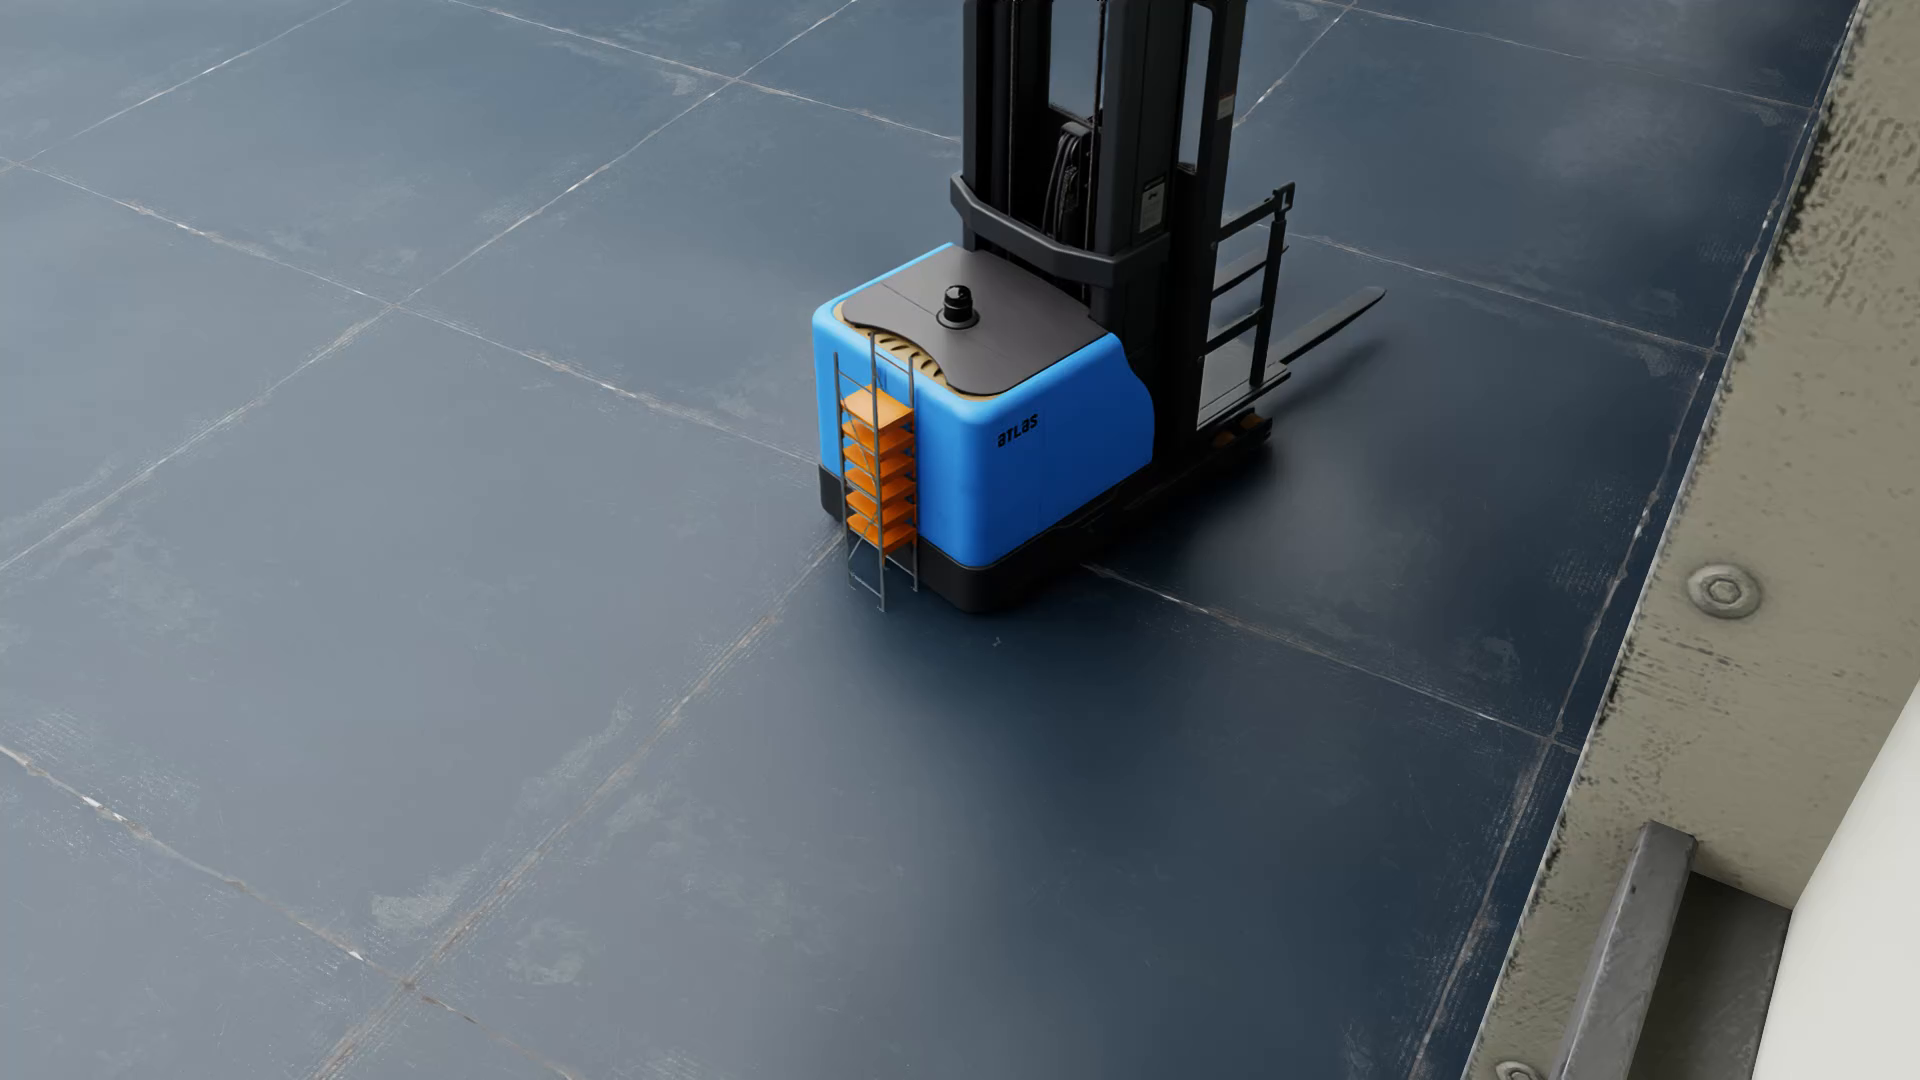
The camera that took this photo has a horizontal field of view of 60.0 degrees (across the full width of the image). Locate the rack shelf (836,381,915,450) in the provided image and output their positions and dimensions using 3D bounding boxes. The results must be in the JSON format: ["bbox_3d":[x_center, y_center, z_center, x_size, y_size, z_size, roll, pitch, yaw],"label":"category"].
[{"bbox_3d":[-0.326,-0.481,6.410,0.180,0.103,0.258,-32,50,-31],"label":"rack shelf"}]

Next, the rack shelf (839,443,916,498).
[{"bbox_3d":[-0.326,-0.300,6.569,0.180,0.103,0.258,-32,50,-31],"label":"rack shelf"}]

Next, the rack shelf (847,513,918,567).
[{"bbox_3d":[-0.326,-0.030,6.807,0.180,0.103,0.258,-32,50,-31],"label":"rack shelf"}]

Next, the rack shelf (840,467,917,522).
[{"bbox_3d":[-0.326,-0.210,6.648,0.180,0.103,0.258,-32,50,-31],"label":"rack shelf"}]

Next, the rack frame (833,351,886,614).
[{"bbox_3d":[-0.392,-0.202,6.572,0.006,1.200,0.240,-32,50,-31],"label":"rack frame"}]

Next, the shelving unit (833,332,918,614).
[{"bbox_3d":[-0.326,-0.244,6.619,0.189,1.200,0.258,-32,50,-31],"label":"shelving unit"}]

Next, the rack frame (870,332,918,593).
[{"bbox_3d":[-0.259,-0.285,6.666,0.006,1.200,0.240,-32,50,-31],"label":"rack frame"}]

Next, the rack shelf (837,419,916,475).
[{"bbox_3d":[-0.326,-0.390,6.490,0.180,0.103,0.258,-32,50,-31],"label":"rack shelf"}]

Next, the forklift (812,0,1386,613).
[{"bbox_3d":[0.805,-1.656,6.913,3.031,2.935,1.130,-32,50,-31],"label":"forklift"}]

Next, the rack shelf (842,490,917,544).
[{"bbox_3d":[-0.326,-0.120,6.728,0.180,0.103,0.258,-32,50,-31],"label":"rack shelf"}]
